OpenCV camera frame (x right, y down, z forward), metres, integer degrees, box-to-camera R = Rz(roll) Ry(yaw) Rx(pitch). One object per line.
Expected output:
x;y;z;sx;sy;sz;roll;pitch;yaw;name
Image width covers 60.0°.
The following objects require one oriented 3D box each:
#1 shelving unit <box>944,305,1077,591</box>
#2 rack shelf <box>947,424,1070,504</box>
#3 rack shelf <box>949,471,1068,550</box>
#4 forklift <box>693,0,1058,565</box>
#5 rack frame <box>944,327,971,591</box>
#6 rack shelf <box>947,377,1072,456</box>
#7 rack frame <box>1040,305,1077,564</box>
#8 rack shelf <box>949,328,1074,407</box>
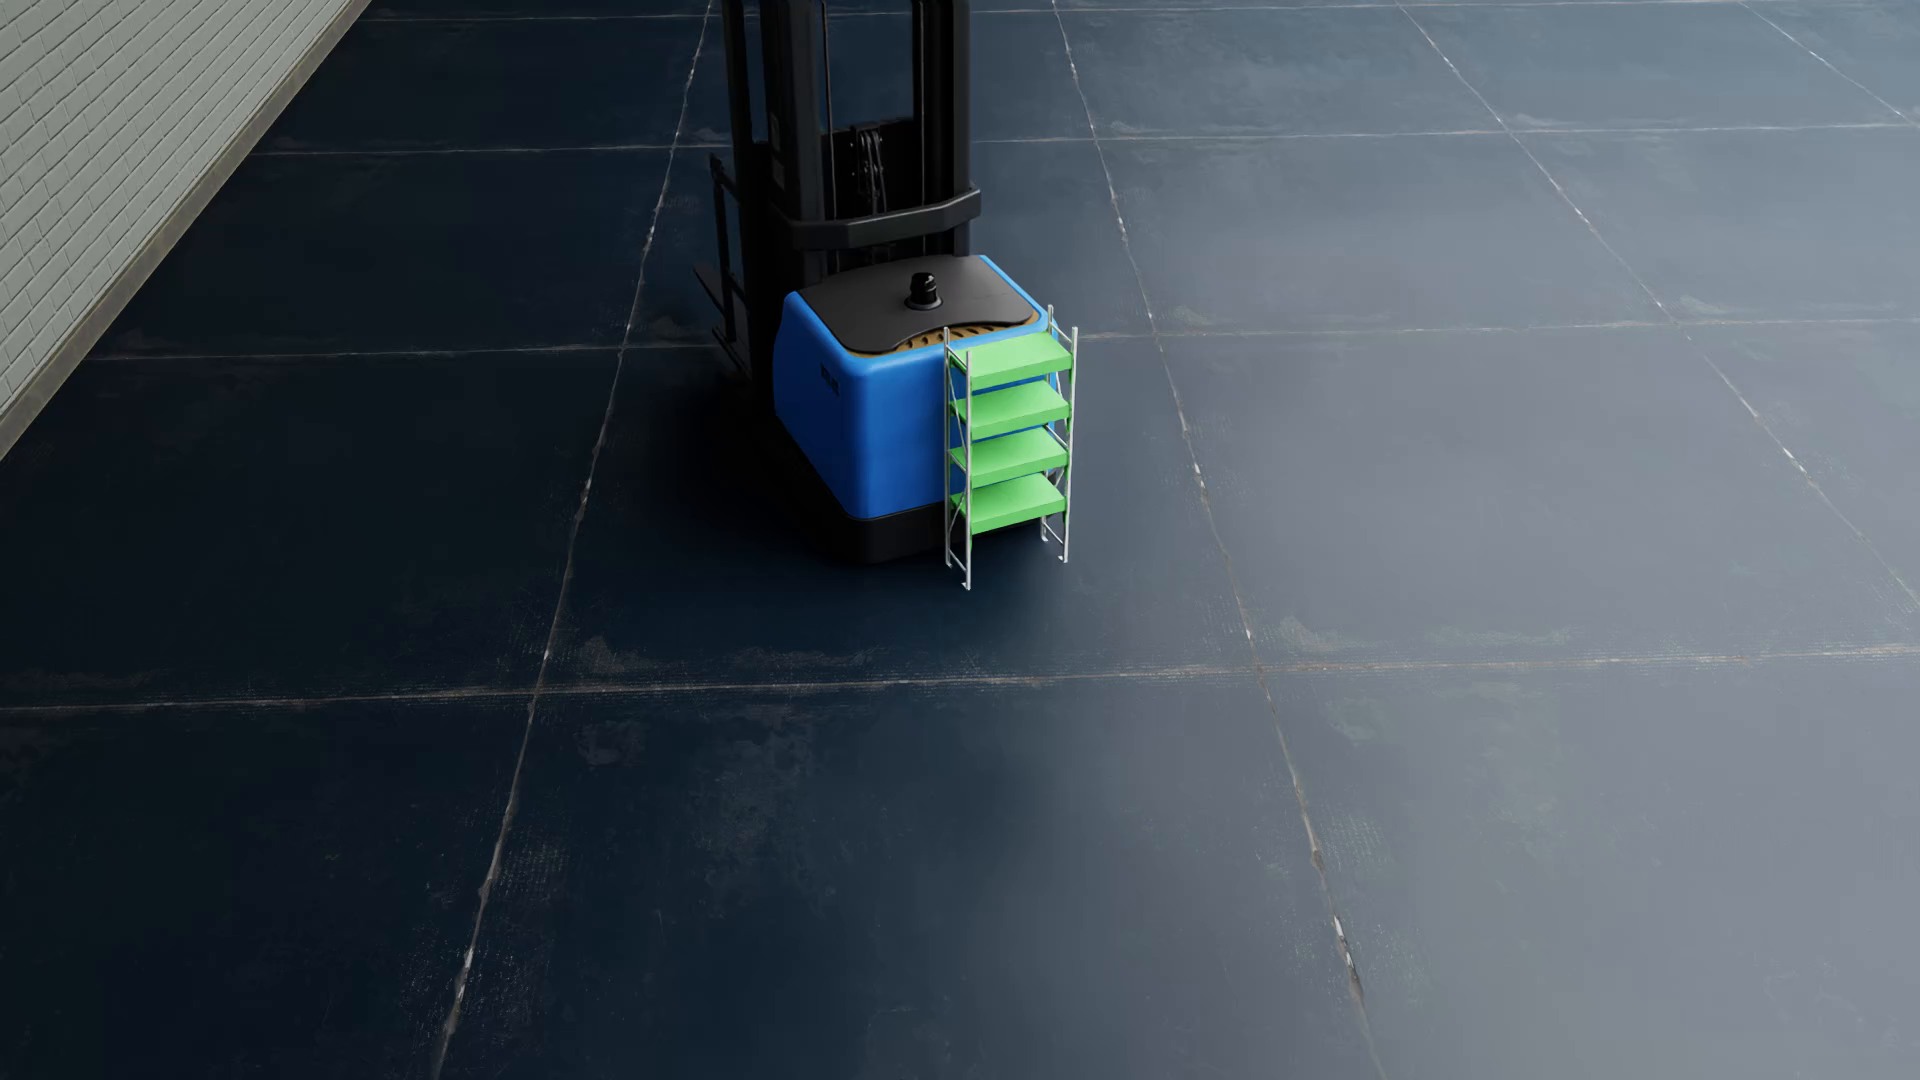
0.210;-0.389;7.258;0.503;1.200;0.258;-15;37;-20;shelving unit
0.210;-0.336;7.294;0.480;0.148;0.258;-15;37;-20;rack shelf
0.210;-0.139;7.431;0.480;0.148;0.258;-15;37;-20;rack shelf
-0.623;-1.923;7.952;1.130;2.935;3.031;-14;37;-20;forklift
-0.012;-0.330;7.173;0.015;1.200;0.240;-15;37;-20;rack frame
0.210;-0.534;7.157;0.480;0.148;0.258;-15;37;-20;rack shelf
0.431;-0.447;7.342;0.015;1.200;0.240;-15;37;-20;rack frame
0.210;-0.731;7.021;0.480;0.148;0.258;-15;37;-20;rack shelf
